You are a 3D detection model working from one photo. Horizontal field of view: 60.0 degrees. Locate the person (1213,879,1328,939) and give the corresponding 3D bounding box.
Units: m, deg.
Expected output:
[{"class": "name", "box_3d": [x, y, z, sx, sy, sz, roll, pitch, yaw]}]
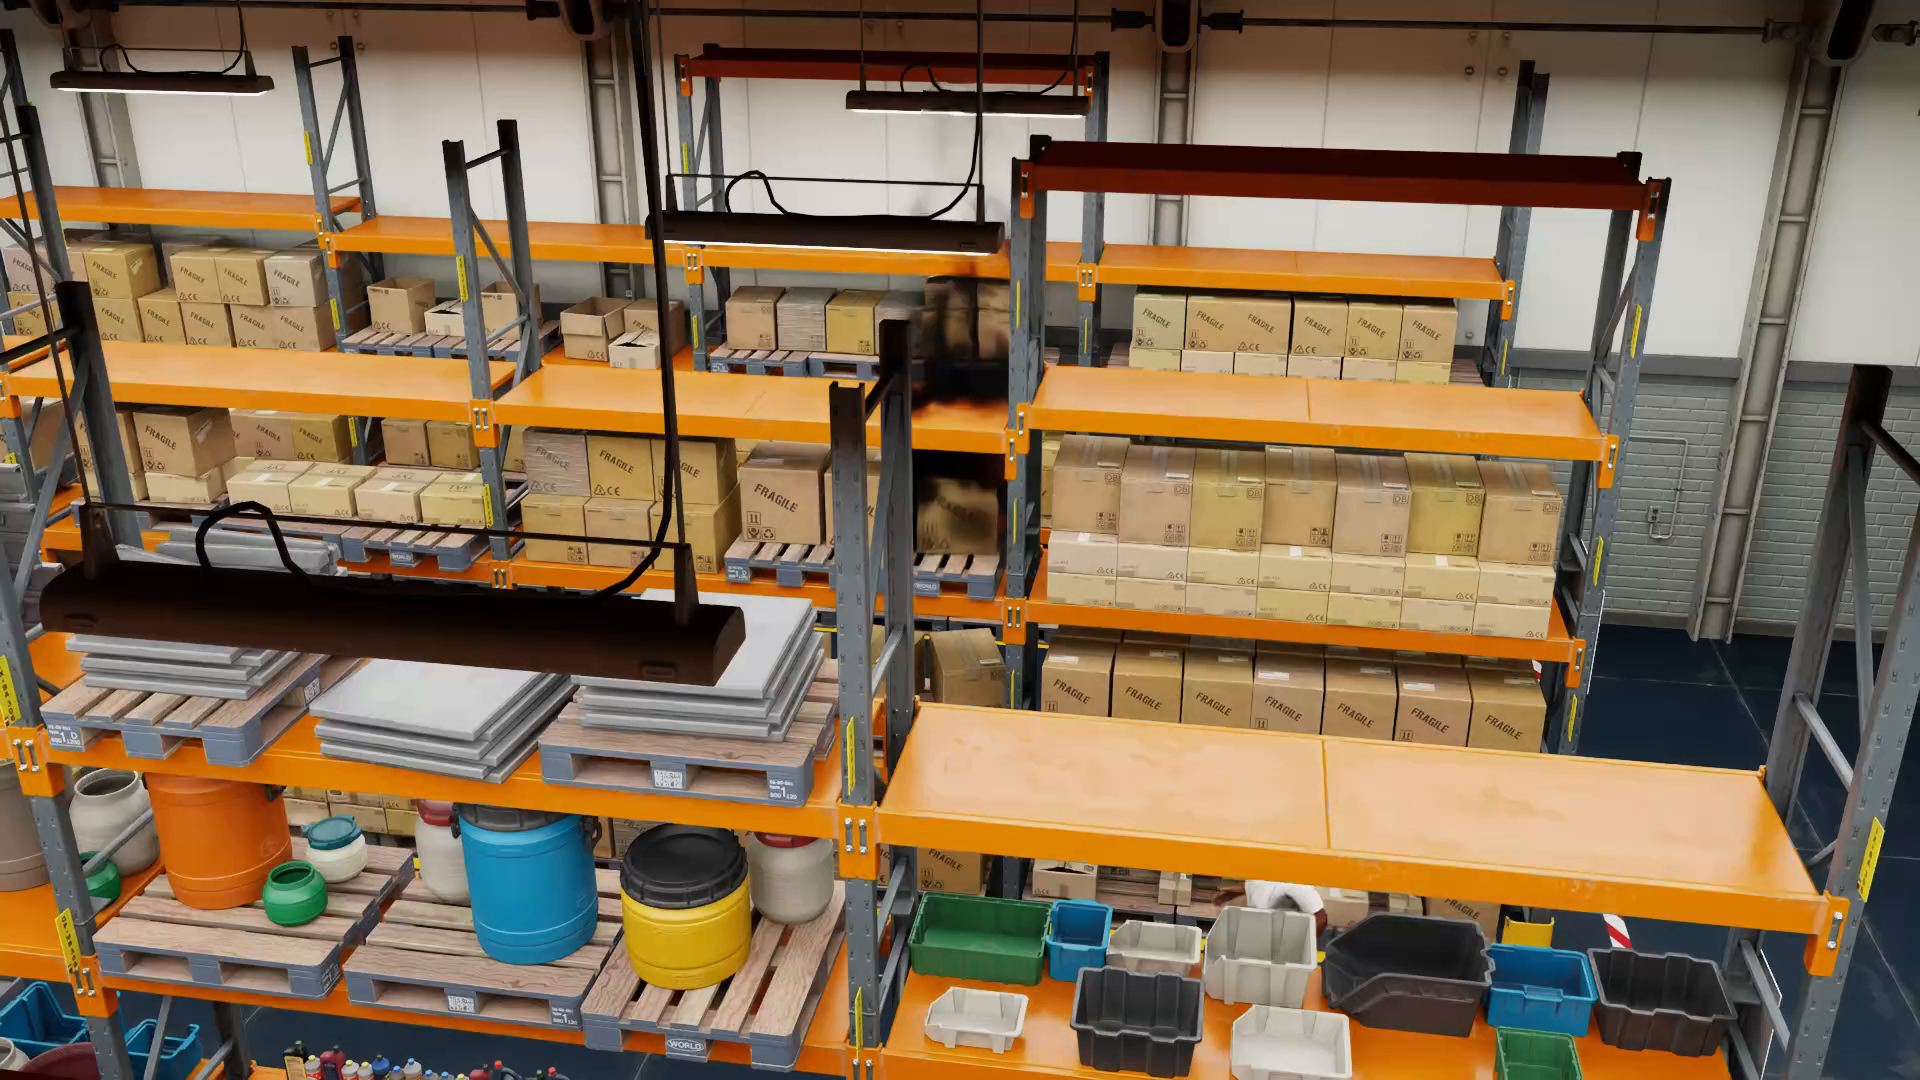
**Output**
[{"class": "person", "box_3d": [2.047, 2.692, 11.135, 0.704, 1.835, 0.691, 0, 23, -1]}]
